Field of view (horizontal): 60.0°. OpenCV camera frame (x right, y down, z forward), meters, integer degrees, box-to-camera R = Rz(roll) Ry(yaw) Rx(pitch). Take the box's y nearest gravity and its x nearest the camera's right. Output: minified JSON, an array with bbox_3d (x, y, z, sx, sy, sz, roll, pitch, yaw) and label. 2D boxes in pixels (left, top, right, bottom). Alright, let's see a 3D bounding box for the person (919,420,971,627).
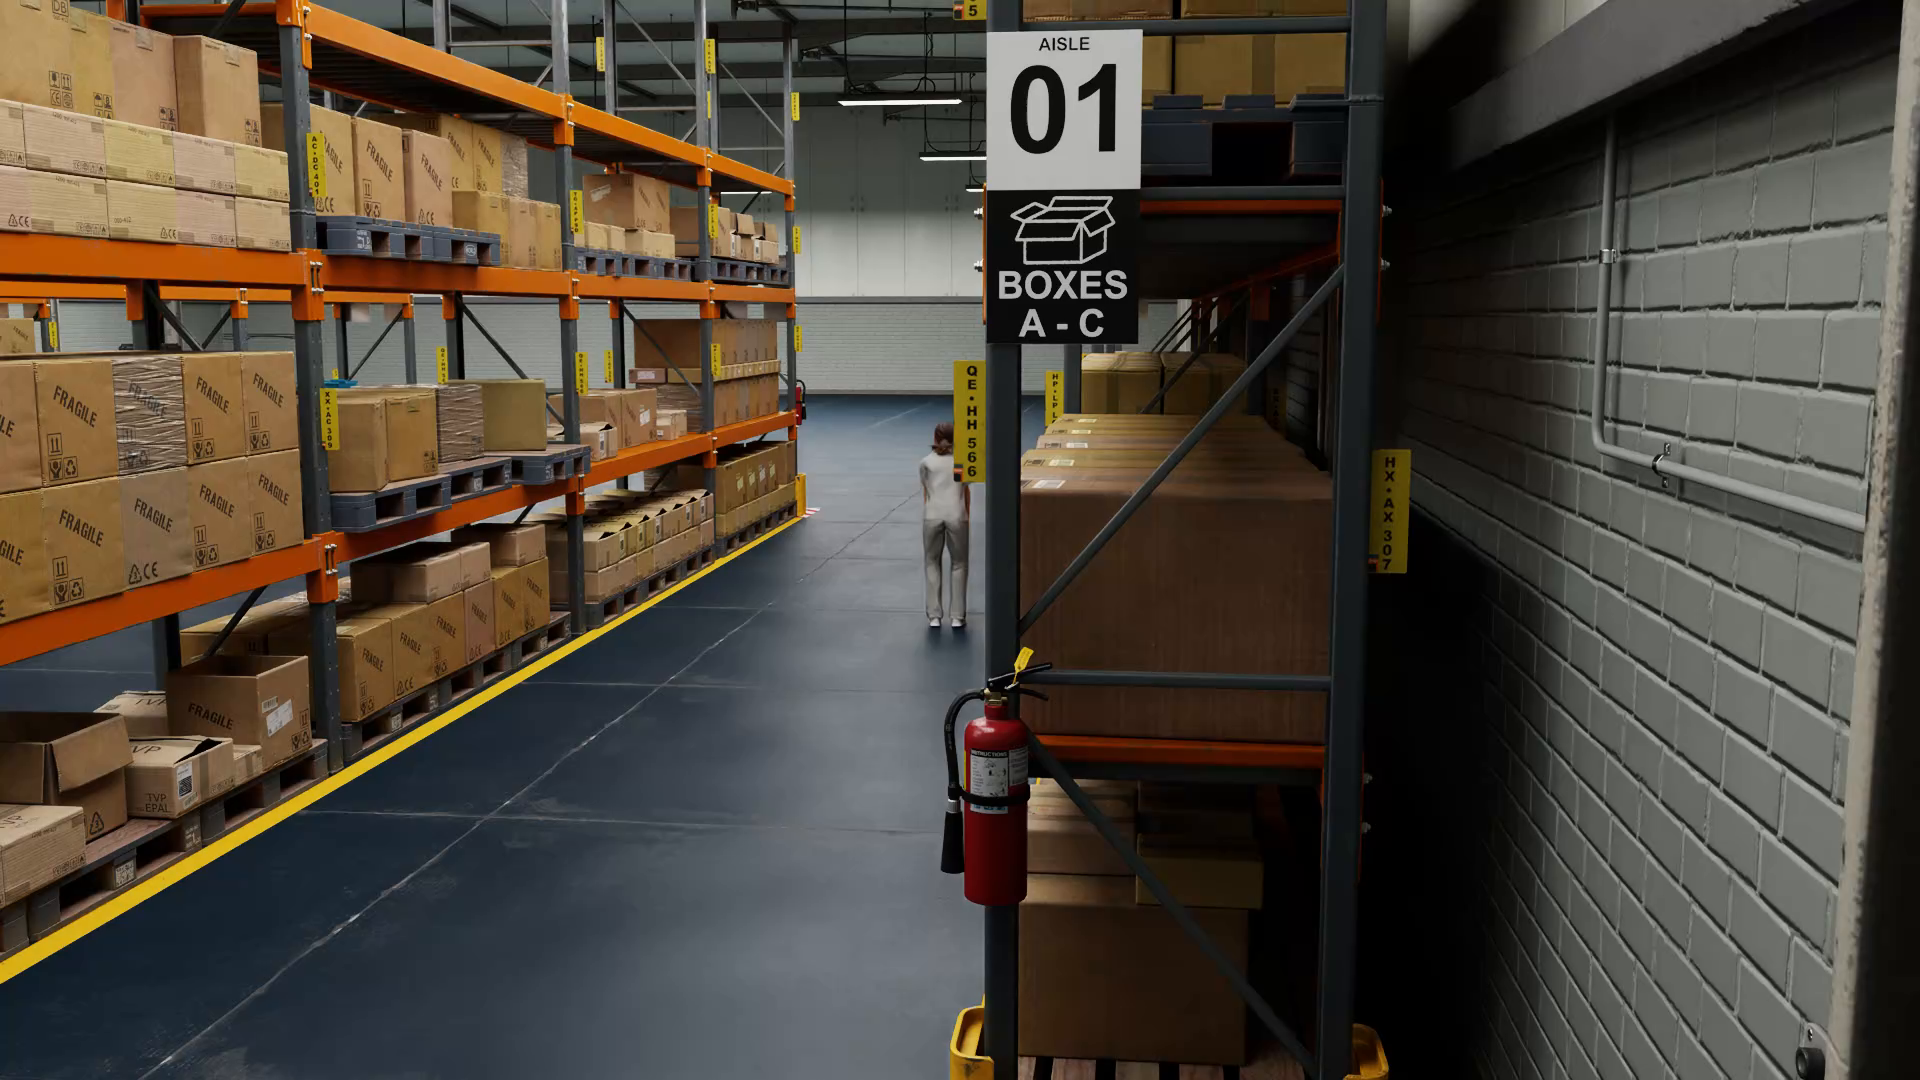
[{"bbox_3d":[-0.116,-0.015,13.397,0.411,1.419,0.512,1,8,5],"label":"person"}]
